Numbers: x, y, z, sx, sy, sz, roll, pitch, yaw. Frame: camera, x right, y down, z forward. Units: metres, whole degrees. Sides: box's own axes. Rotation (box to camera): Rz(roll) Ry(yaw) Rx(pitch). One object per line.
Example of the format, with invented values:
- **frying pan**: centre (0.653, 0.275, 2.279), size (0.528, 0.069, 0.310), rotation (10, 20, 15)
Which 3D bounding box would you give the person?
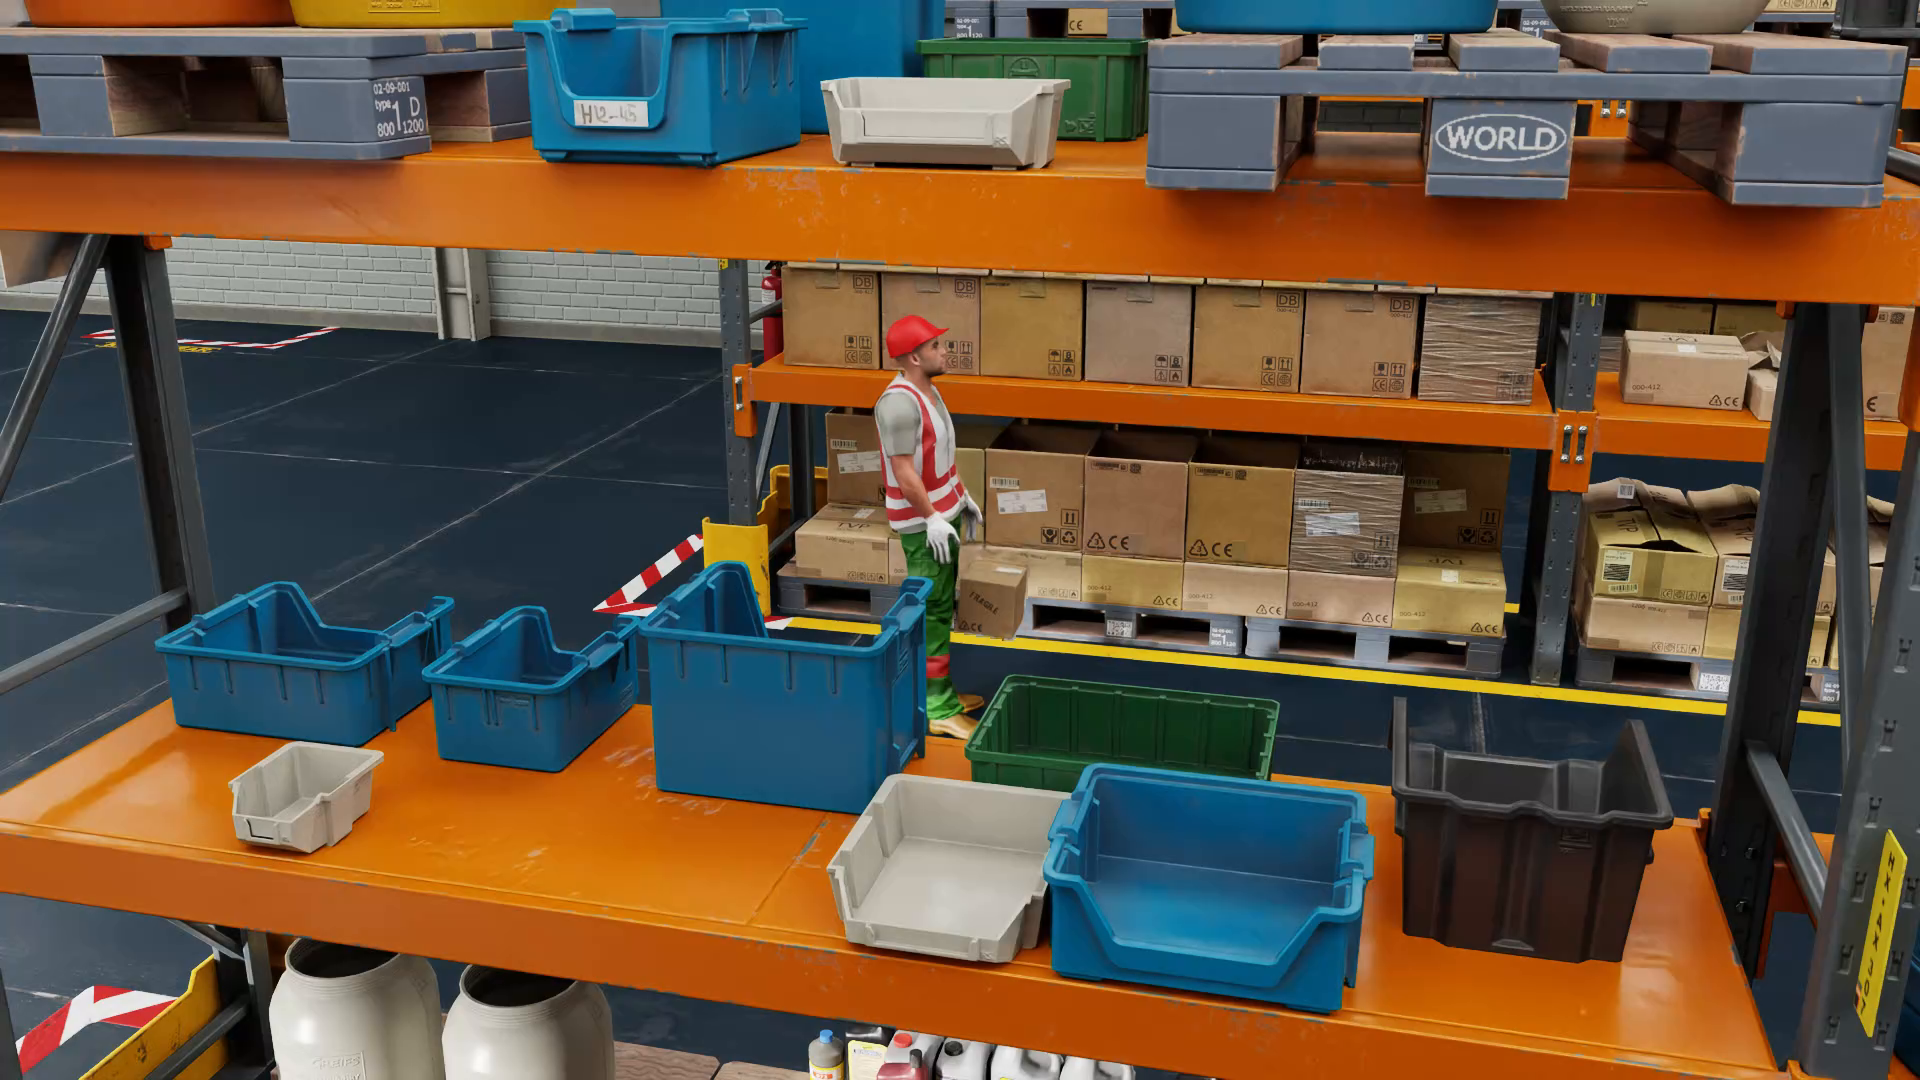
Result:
- **person**: centre (-0.067, -0.074, 7.220), size (0.562, 1.789, 0.597), rotation (4, 19, 13)
